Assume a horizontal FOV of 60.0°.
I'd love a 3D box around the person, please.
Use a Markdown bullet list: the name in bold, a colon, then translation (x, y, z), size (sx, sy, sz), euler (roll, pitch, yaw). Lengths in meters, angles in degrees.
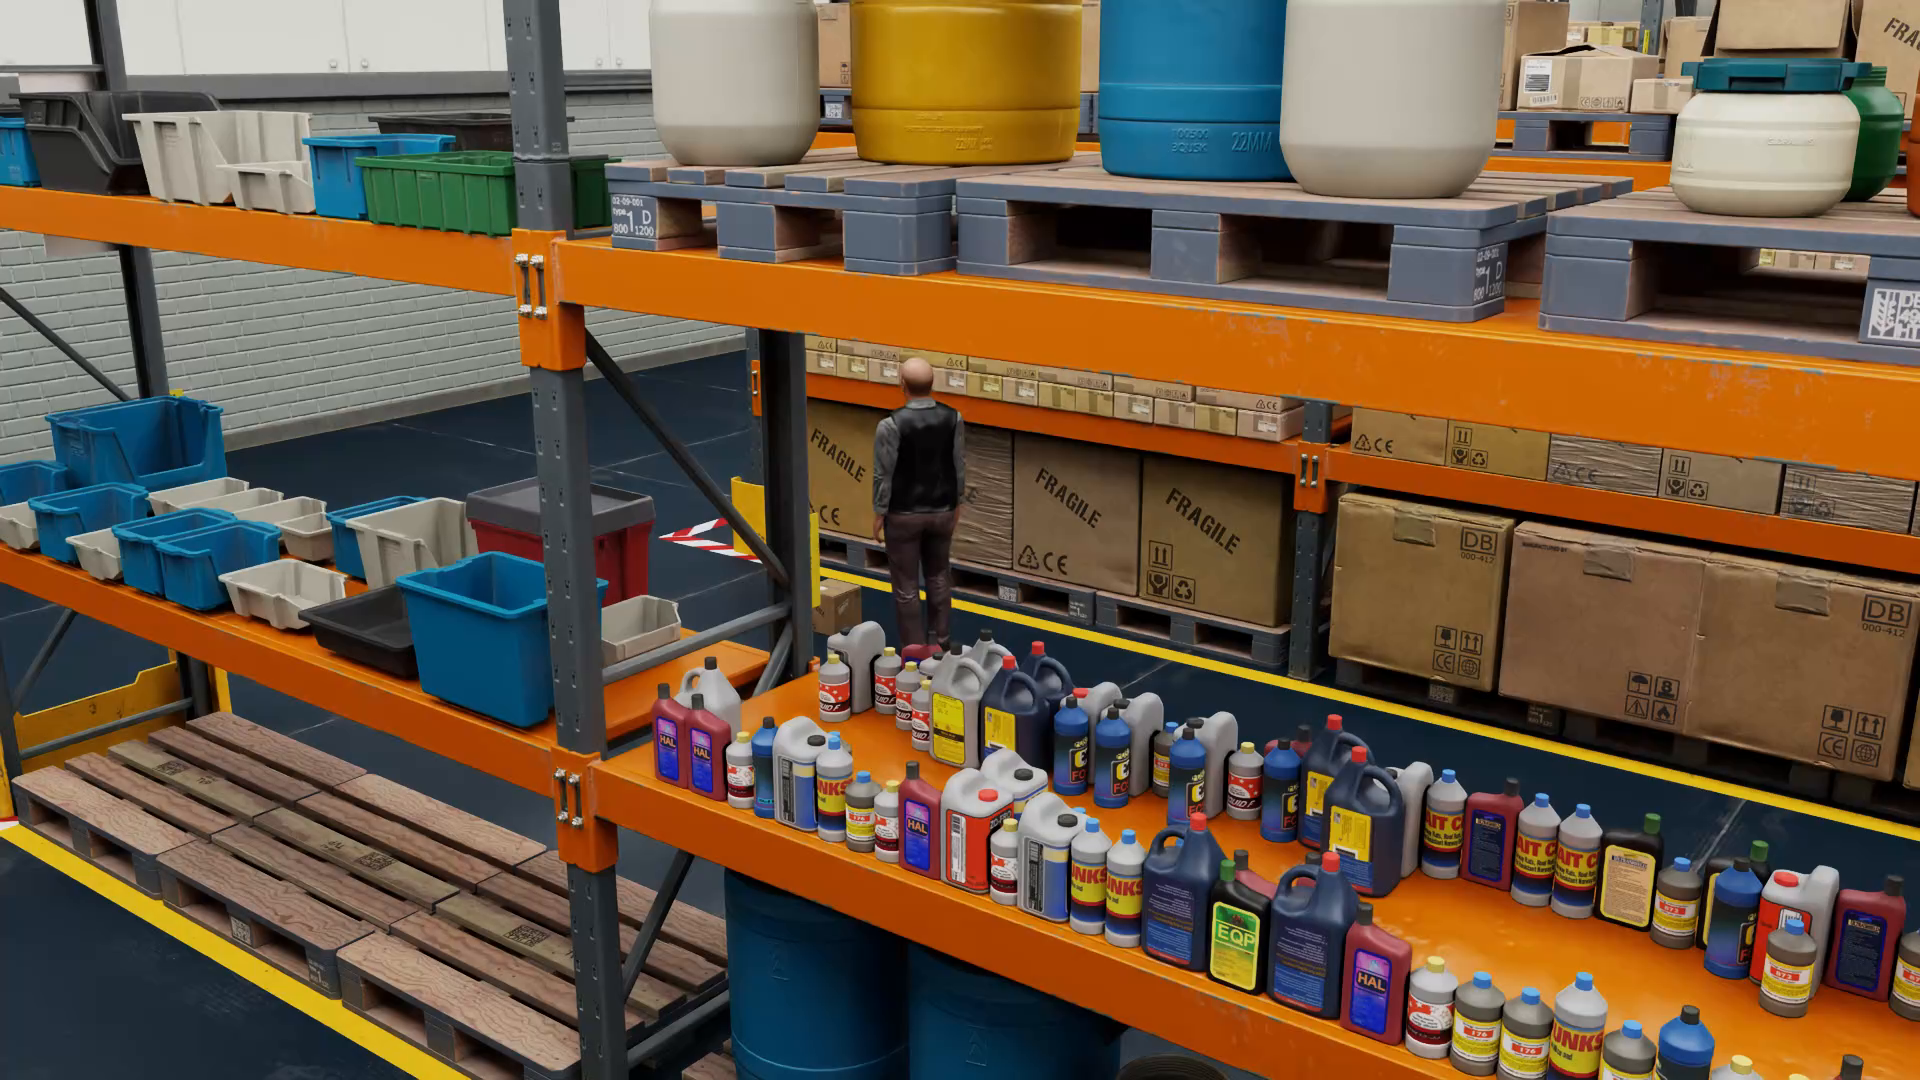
- **person**: translation (-0.238, -0.128, 9.096), size (0.575, 1.779, 0.444), euler (-8, 18, -25)
